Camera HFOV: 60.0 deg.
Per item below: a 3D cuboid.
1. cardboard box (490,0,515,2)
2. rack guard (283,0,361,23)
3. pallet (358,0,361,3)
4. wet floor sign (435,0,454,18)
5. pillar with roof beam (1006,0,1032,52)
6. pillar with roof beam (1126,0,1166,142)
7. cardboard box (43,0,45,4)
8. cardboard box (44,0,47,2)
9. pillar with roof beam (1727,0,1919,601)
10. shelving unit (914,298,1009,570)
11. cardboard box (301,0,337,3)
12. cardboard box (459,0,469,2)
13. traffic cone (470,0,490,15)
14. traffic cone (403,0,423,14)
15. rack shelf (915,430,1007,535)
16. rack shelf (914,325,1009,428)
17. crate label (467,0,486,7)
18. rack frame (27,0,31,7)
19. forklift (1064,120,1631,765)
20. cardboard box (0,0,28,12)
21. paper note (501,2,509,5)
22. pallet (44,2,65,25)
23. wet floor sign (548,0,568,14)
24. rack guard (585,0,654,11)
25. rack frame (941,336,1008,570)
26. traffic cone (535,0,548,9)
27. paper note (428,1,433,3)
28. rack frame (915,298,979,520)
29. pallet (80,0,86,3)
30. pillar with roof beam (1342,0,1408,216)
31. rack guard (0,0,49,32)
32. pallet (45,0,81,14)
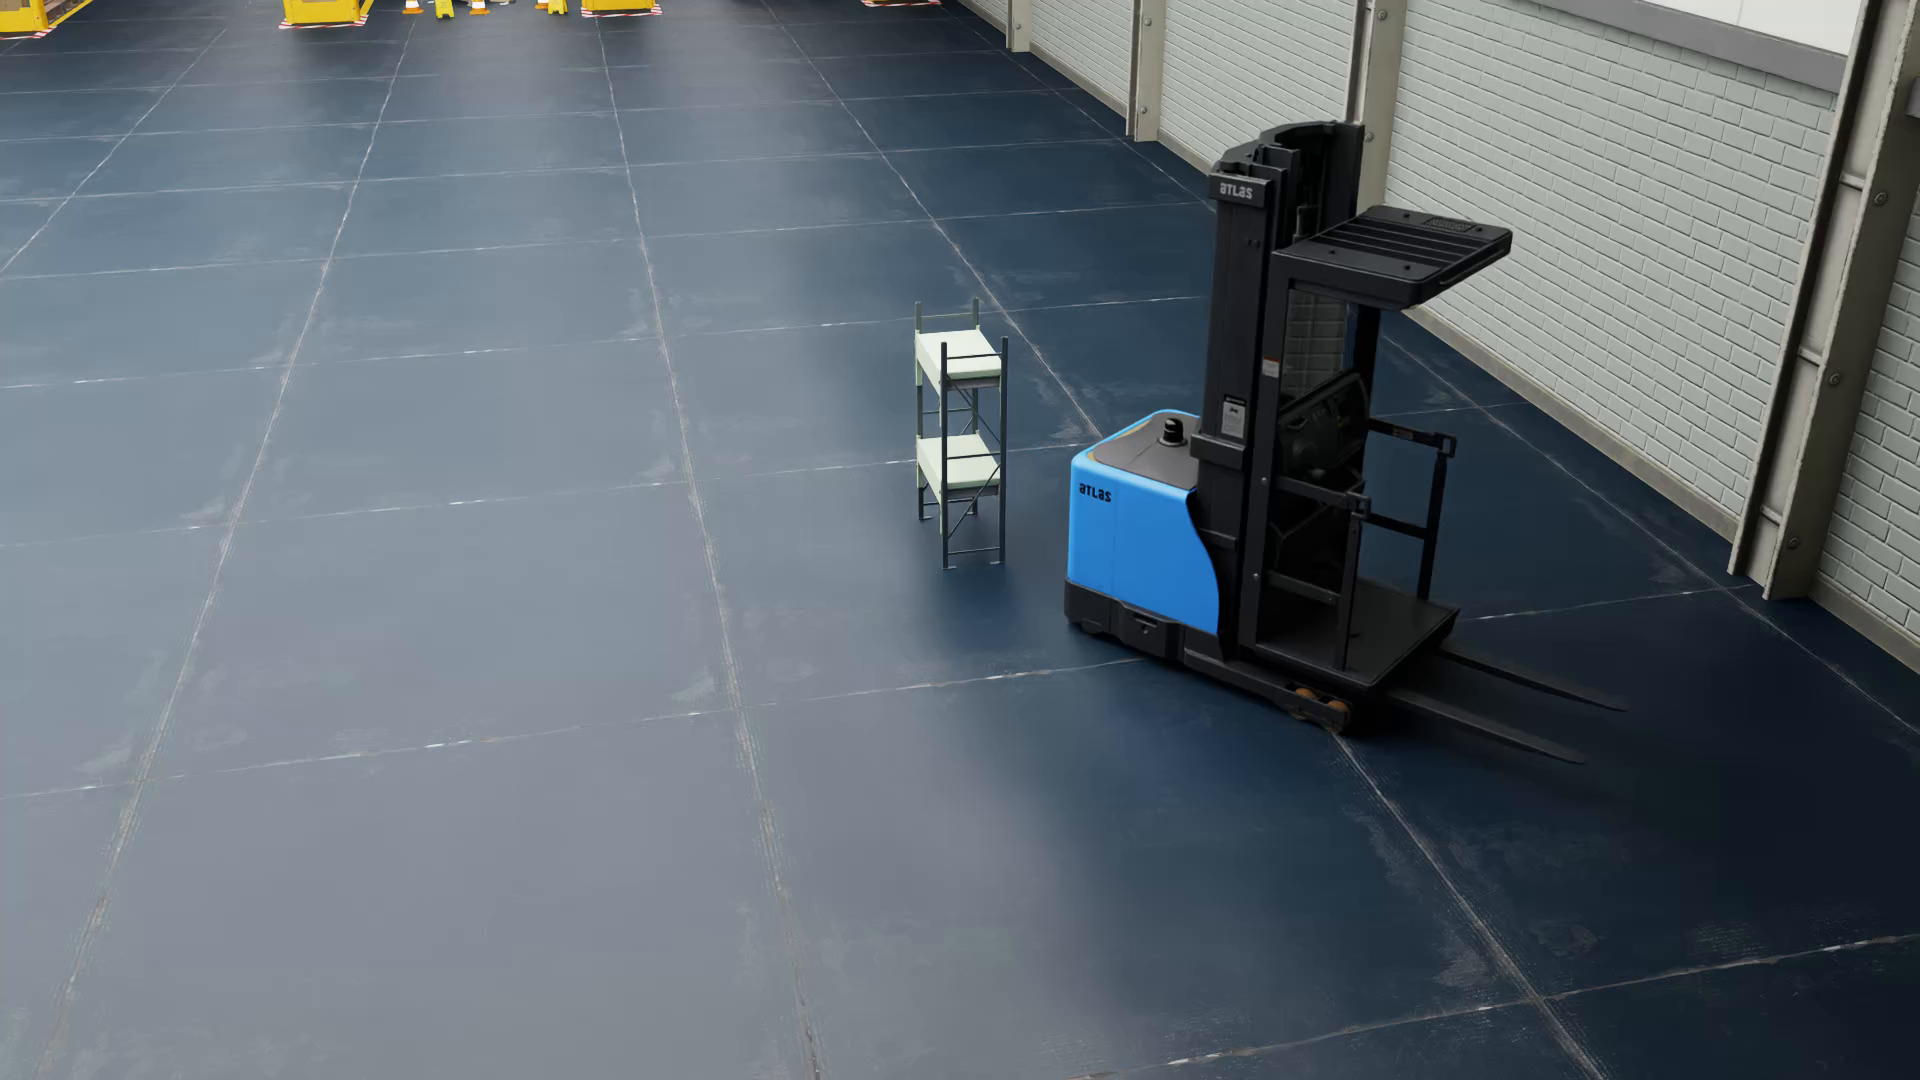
[{"bbox_3d":[-8.255,-9.806,30.013,0.380,0.149,0.250,8,28,15],"label":"cardboard box"},{"bbox_3d":[-10.786,-9.035,28.096,1.175,0.500,0.348,-6,27,-12],"label":"rack guard"},{"bbox_3d":[-11.320,-9.794,29.920,1.003,0.211,1.213,-6,27,-12],"label":"pallet"},{"bbox_3d":[-8.856,-9.299,28.457,0.267,0.644,0.232,-11,29,-20],"label":"wet floor sign"},{"bbox_3d":[-3.278,-11.218,22.989,9.100,9.000,0.400,-6,27,-12],"label":"pillar with roof beam"},{"bbox_3d":[-1.925,-8.584,17.771,9.100,9.000,0.400,-6,27,-12],"label":"pillar with roof beam"},{"bbox_3d":[-15.939,-9.309,28.172,0.500,0.500,0.500,1,27,2],"label":"cardboard box"},{"bbox_3d":[-16.062,-9.585,28.720,0.500,0.500,0.500,-3,27,-7],"label":"cardboard box"},{"bbox_3d":[0.779,-3.316,7.334,9.100,9.000,0.400,-6,27,-12],"label":"pillar with roof beam"},{"bbox_3d":[0.002,-0.667,10.406,0.431,1.500,0.755,-6,27,-12],"label":"shelving unit"},{"bbox_3d":[-11.009,-9.691,28.514,0.875,0.875,0.875,-6,27,-11],"label":"cardboard box"},{"bbox_3d":[-8.854,-10.108,30.218,0.637,0.503,0.797,19,32,32],"label":"cardboard box"},{"bbox_3d":[-8.350,-9.372,28.804,0.336,0.463,0.334,-6,27,-12],"label":"traffic cone"},{"bbox_3d":[-9.528,-9.406,28.873,0.336,0.463,0.334,-6,27,-12],"label":"traffic cone"},{"bbox_3d":[0.002,-0.376,10.553,0.431,0.370,0.720,-6,27,-12],"label":"rack shelf"},{"bbox_3d":[0.002,-1.015,10.230,0.431,0.370,0.720,-6,27,-12],"label":"rack shelf"},{"bbox_3d":[-8.588,-9.565,29.549,0.250,0.136,0.298,-23,35,-38],"label":"crate label"},{"bbox_3d":[-15.647,-9.702,26.643,1.000,3.000,0.127,-6,27,-12],"label":"rack frame"},{"bbox_3d":[2.070,-0.565,8.616,3.031,2.935,1.130,20,33,34],"label":"forklift"},{"bbox_3d":[-15.771,-9.050,27.659,0.500,0.500,0.500,-1,27,-2],"label":"cardboard box"},{"bbox_3d":[-8.144,-9.596,29.728,0.148,0.019,0.142,-16,31,-29],"label":"paper note"},{"bbox_3d":[-15.813,-8.851,28.052,1.003,0.211,1.213,-6,27,-12],"label":"pallet"},{"bbox_3d":[-6.992,-9.465,28.787,0.267,0.644,0.232,3,27,6],"label":"wet floor sign"},{"bbox_3d":[-6.009,-9.626,29.267,1.175,0.500,0.348,-6,27,-12],"label":"rack guard"},{"bbox_3d":[0.084,-0.506,10.088,0.400,1.500,0.023,-6,27,-12],"label":"rack frame"},{"bbox_3d":[-7.346,-9.634,29.323,0.336,0.463,0.334,-6,27,-12],"label":"traffic cone"},{"bbox_3d":[-9.482,-9.678,29.892,0.144,0.017,0.142,3,27,6],"label":"paper note"},{"bbox_3d":[-0.081,-0.827,10.725,0.400,1.500,0.023,-6,27,-12],"label":"rack frame"},{"bbox_3d":[-16.363,-9.922,30.174,1.003,0.211,1.213,-6,27,-12],"label":"pallet"},{"bbox_3d":[-0.573,-5.950,12.552,9.100,9.000,0.400,-6,27,-12],"label":"pillar with roof beam"},{"bbox_3d":[-15.664,-8.620,27.273,1.175,0.500,0.348,-6,27,-12],"label":"rack guard"},{"bbox_3d":[-16.084,-9.385,29.111,1.003,0.211,1.213,-6,27,-12],"label":"pallet"}]
